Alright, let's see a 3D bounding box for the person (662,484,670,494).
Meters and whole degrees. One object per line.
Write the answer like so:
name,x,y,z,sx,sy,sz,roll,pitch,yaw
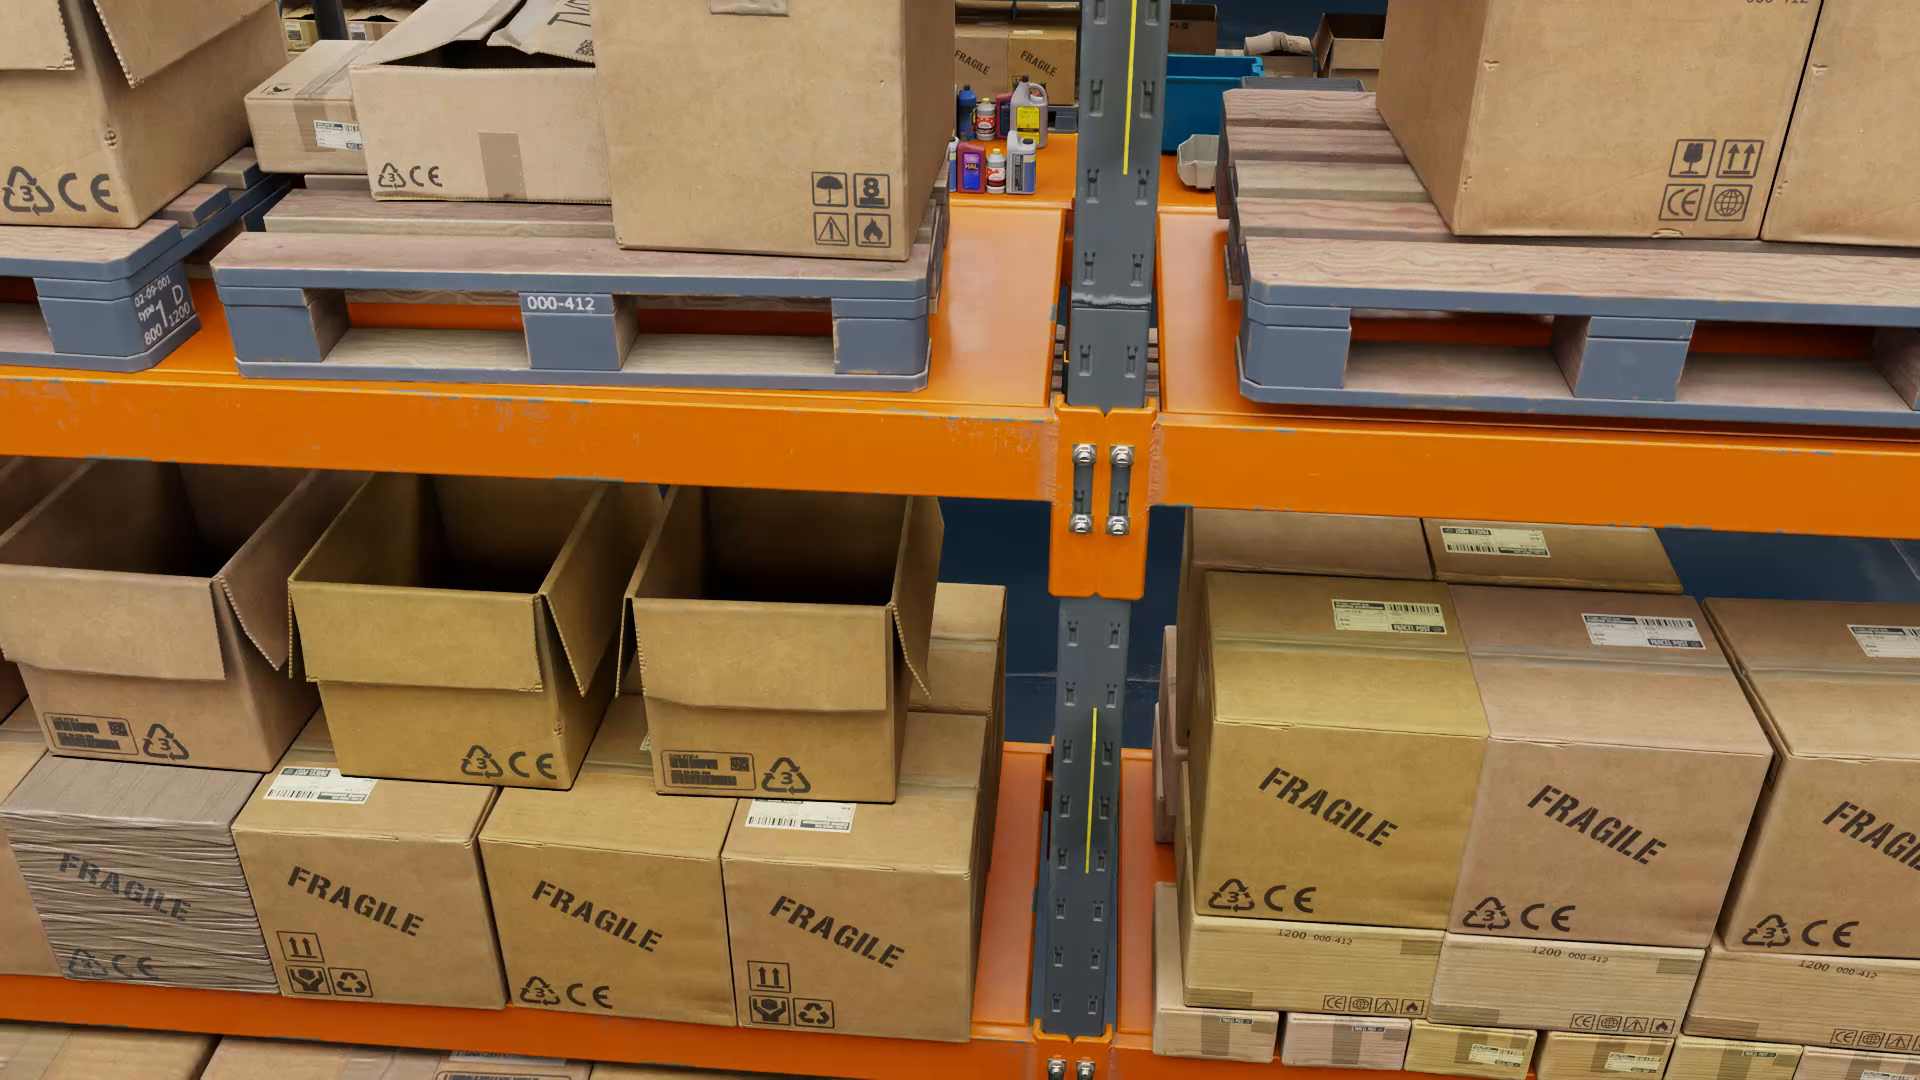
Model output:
person,-1.064,-0.463,6.882,0.455,1.651,0.509,2,32,4
